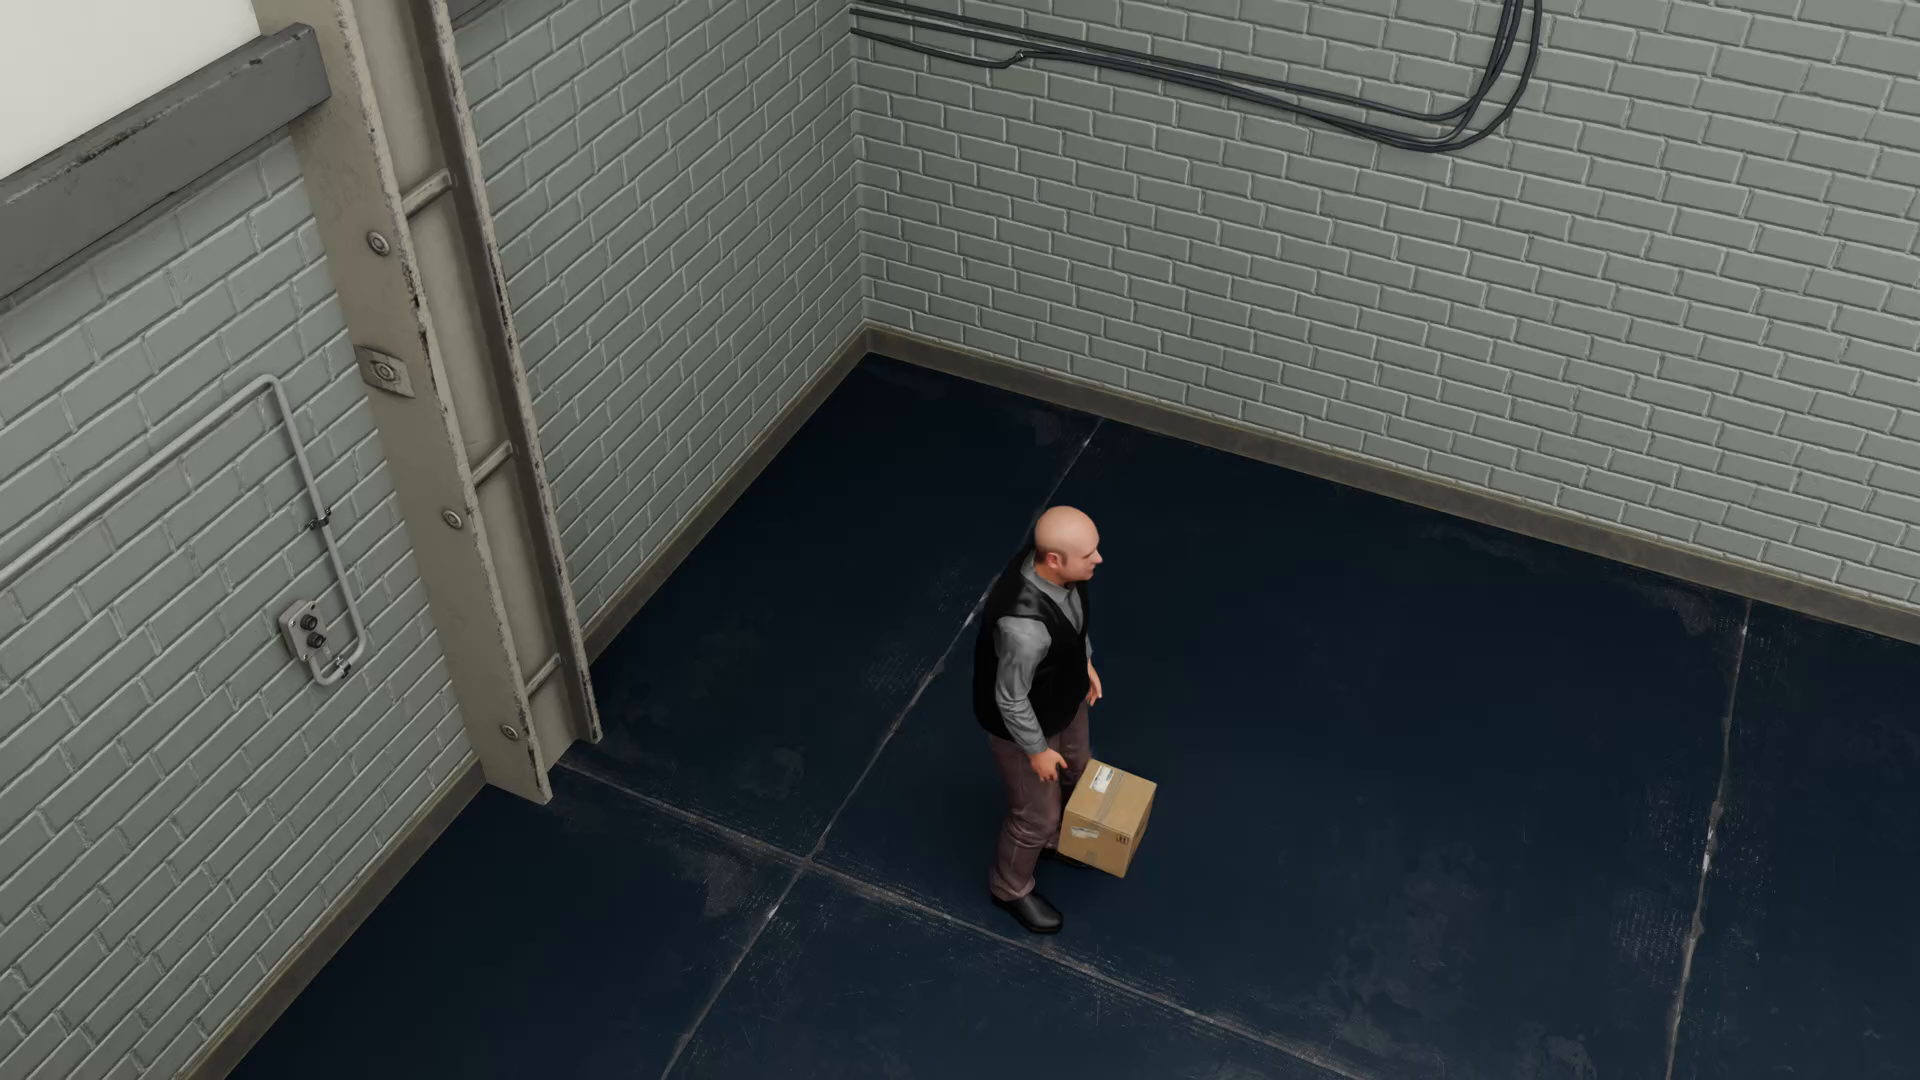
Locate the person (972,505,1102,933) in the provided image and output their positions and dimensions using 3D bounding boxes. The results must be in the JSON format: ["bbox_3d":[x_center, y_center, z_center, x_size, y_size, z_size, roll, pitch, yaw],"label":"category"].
[{"bbox_3d":[0.285,0.562,5.545,0.473,1.724,0.563,16,44,17],"label":"person"}]
